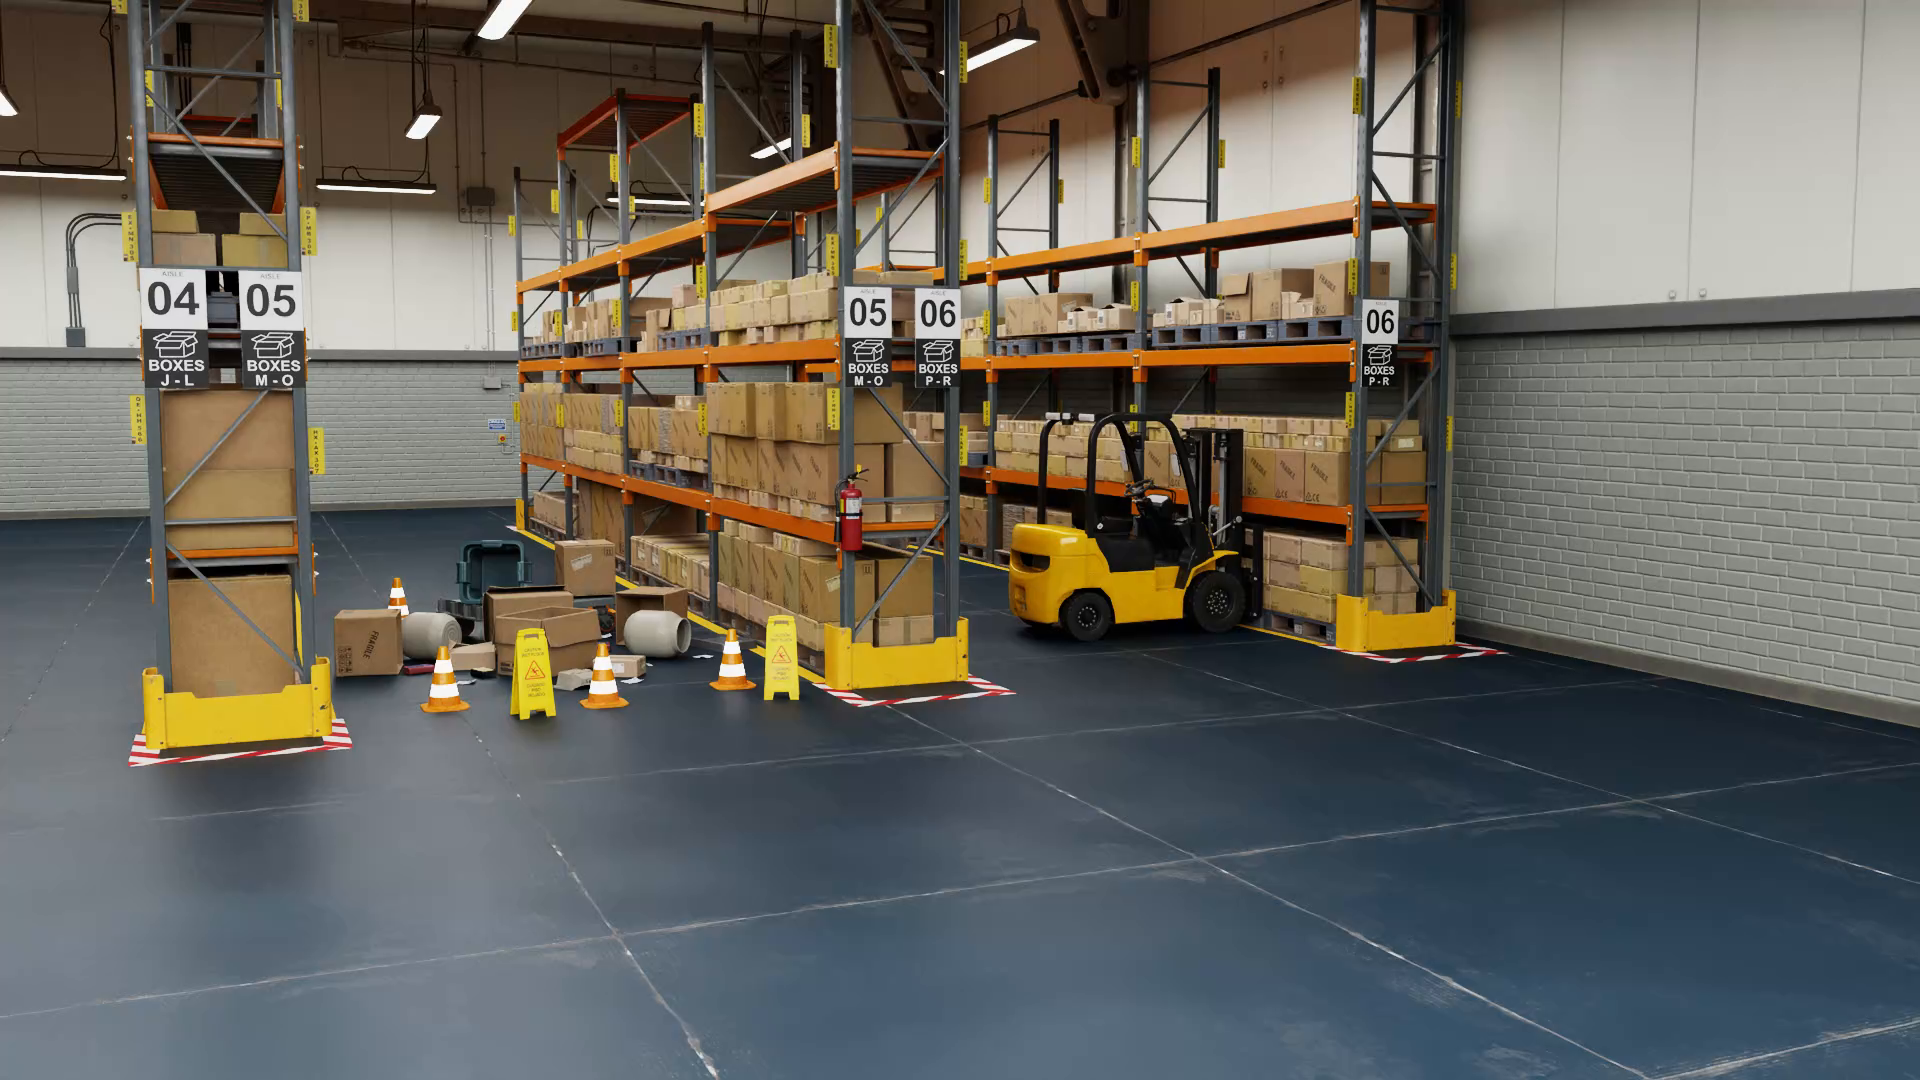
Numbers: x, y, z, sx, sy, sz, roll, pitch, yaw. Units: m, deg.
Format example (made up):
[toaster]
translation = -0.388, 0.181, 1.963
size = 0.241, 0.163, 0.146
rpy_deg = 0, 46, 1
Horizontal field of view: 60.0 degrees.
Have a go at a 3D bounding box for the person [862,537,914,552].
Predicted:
[person]
translation = -0.875, 0.283, 18.109
size = 0.508, 0.925, 0.975
rpy_deg = -3, 6, -28
